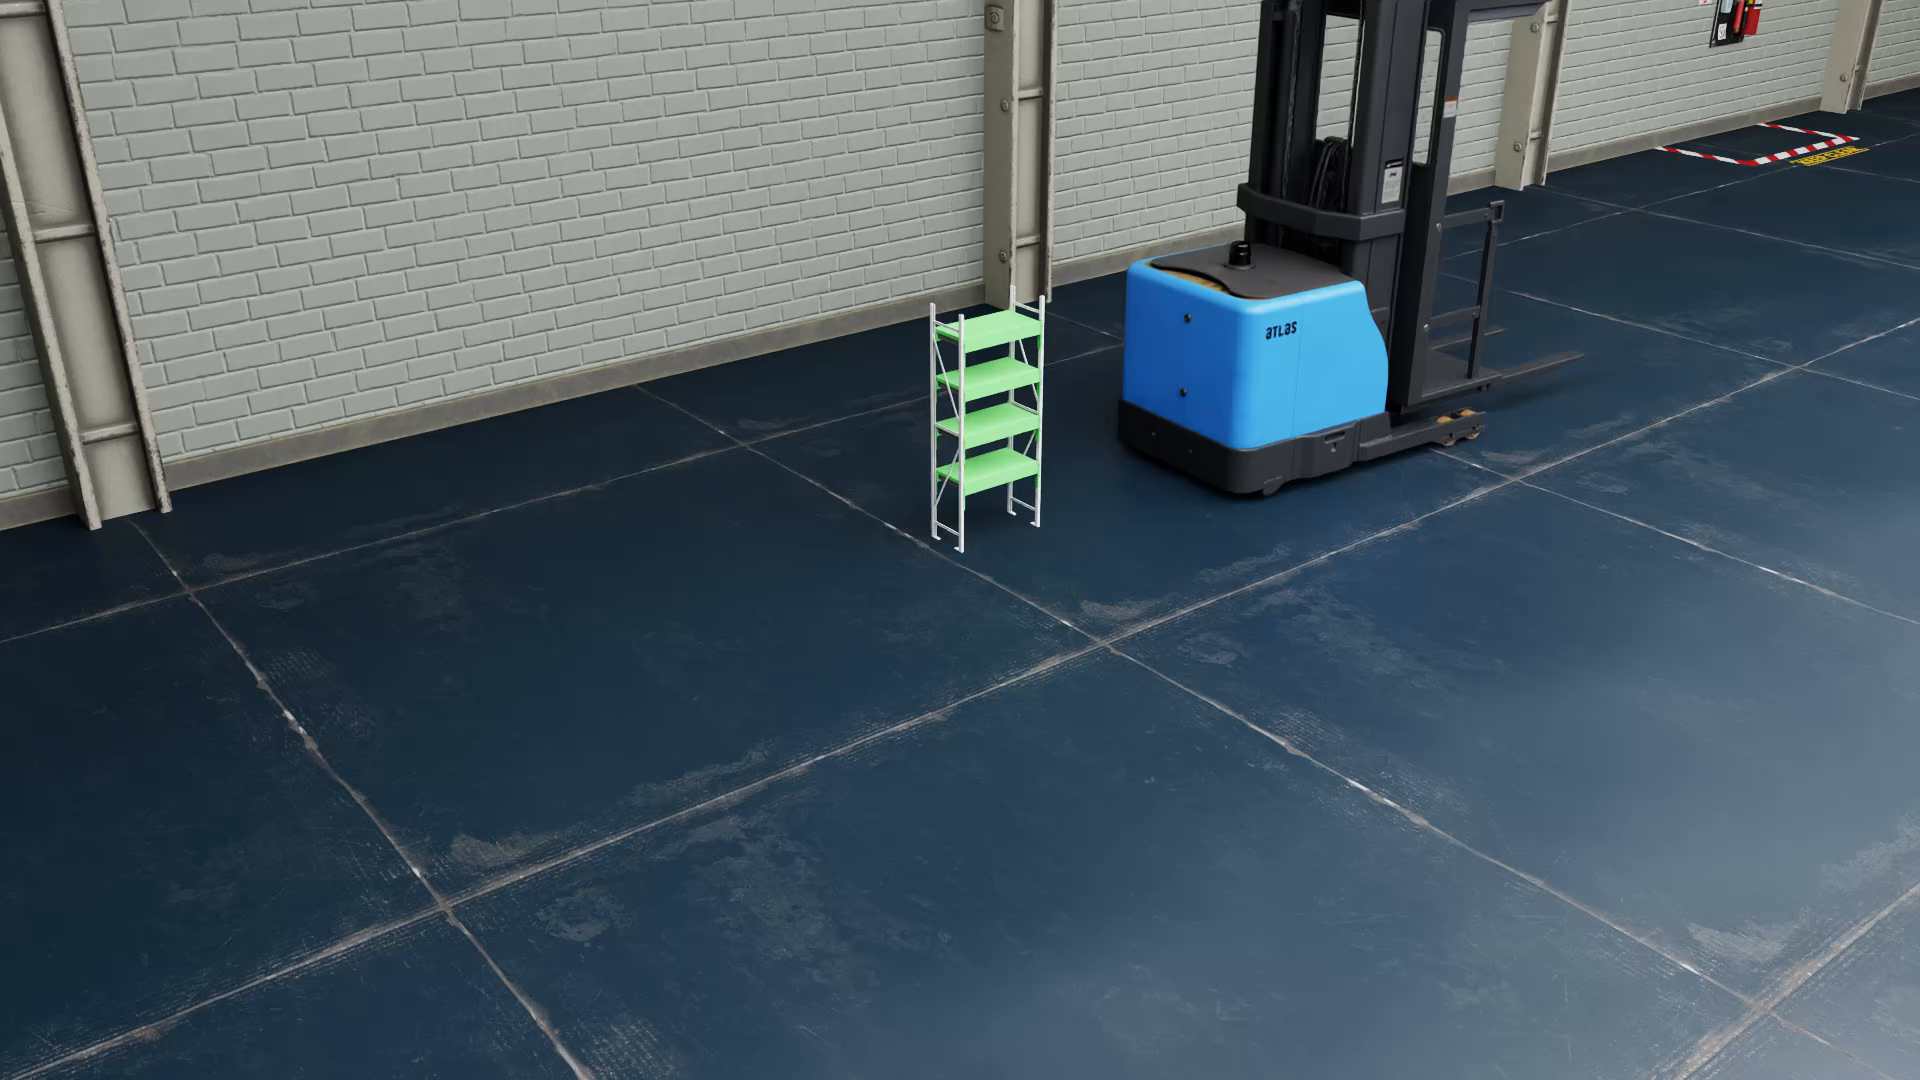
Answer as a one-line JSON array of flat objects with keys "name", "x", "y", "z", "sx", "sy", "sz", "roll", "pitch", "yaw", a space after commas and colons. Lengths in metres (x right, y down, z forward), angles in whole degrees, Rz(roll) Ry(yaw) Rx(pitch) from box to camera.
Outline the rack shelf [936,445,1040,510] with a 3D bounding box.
[{"name": "rack shelf", "x": 0.130, "y": -0.312, "z": 8.218, "sx": 0.480, "sy": 0.148, "sz": 0.258, "roll": -18, "pitch": 31, "yaw": -34}]

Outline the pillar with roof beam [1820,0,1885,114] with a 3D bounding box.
[{"name": "pillar with roof beam", "x": 12.510, "y": -7.483, "z": 13.683, "sx": 0.400, "sy": 9.000, "sz": 9.100, "roll": -18, "pitch": 31, "yaw": -34}]

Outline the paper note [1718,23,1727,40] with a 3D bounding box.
[{"name": "paper note", "x": 7.703, "y": -5.136, "z": 16.799, "sx": 0.142, "sy": 0.148, "sz": 0.016, "roll": -18, "pitch": 31, "yaw": -34}]

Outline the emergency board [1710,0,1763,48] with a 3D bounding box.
[{"name": "emergency board", "x": 7.885, "y": -5.558, "z": 16.663, "sx": 0.643, "sy": 1.169, "sz": 0.194, "roll": -18, "pitch": 31, "yaw": -34}]

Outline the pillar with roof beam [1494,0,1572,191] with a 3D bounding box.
[{"name": "pillar with roof beam", "x": 7.788, "y": -5.924, "z": 10.325, "sx": 0.400, "sy": 9.000, "sz": 9.100, "roll": -18, "pitch": 31, "yaw": -34}]

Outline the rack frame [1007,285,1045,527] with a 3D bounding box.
[{"name": "rack frame", "x": 0.322, "y": -0.651, "z": 8.227, "sx": 0.015, "sy": 1.200, "sz": 0.240, "roll": -18, "pitch": 31, "yaw": -34}]

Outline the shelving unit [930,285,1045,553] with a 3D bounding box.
[{"name": "shelving unit", "x": 0.130, "y": -0.587, "z": 8.090, "sx": 0.503, "sy": 1.200, "sz": 0.258, "roll": -18, "pitch": 31, "yaw": -34}]

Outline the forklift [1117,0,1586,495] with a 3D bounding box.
[{"name": "forklift", "x": 2.389, "y": -2.026, "z": 9.133, "sx": 3.031, "sy": 2.935, "sz": 1.130, "roll": -16, "pitch": 29, "yaw": -30}]

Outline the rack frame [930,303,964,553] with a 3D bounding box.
[{"name": "rack frame", "x": -0.062, "y": -0.524, "z": 7.953, "sx": 0.015, "sy": 1.200, "sz": 0.240, "roll": -18, "pitch": 31, "yaw": -34}]

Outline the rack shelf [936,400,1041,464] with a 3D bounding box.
[{"name": "rack shelf", "x": 0.130, "y": -0.529, "z": 8.117, "sx": 0.480, "sy": 0.148, "sz": 0.258, "roll": -18, "pitch": 31, "yaw": -34}]

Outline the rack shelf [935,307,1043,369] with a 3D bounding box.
[{"name": "rack shelf", "x": 0.130, "y": -0.965, "z": 7.915, "sx": 0.480, "sy": 0.148, "sz": 0.258, "roll": -18, "pitch": 31, "yaw": -34}]

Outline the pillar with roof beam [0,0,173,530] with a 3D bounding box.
[{"name": "pillar with roof beam", "x": -1.655, "y": -2.807, "z": 3.609, "sx": 0.400, "sy": 9.000, "sz": 9.100, "roll": -18, "pitch": 31, "yaw": -34}]

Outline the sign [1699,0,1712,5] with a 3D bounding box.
[{"name": "sign", "x": 7.386, "y": -5.465, "z": 16.420, "sx": 0.234, "sy": 0.329, "sz": 0.001, "roll": -18, "pitch": 31, "yaw": -34}]

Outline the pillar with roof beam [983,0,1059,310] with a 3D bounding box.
[{"name": "pillar with roof beam", "x": 3.067, "y": -4.366, "z": 6.967, "sx": 0.400, "sy": 9.000, "sz": 9.100, "roll": -18, "pitch": 31, "yaw": -34}]

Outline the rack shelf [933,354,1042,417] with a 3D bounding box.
[{"name": "rack shelf", "x": 0.130, "y": -0.747, "z": 8.016, "sx": 0.480, "sy": 0.148, "sz": 0.258, "roll": -18, "pitch": 31, "yaw": -34}]
